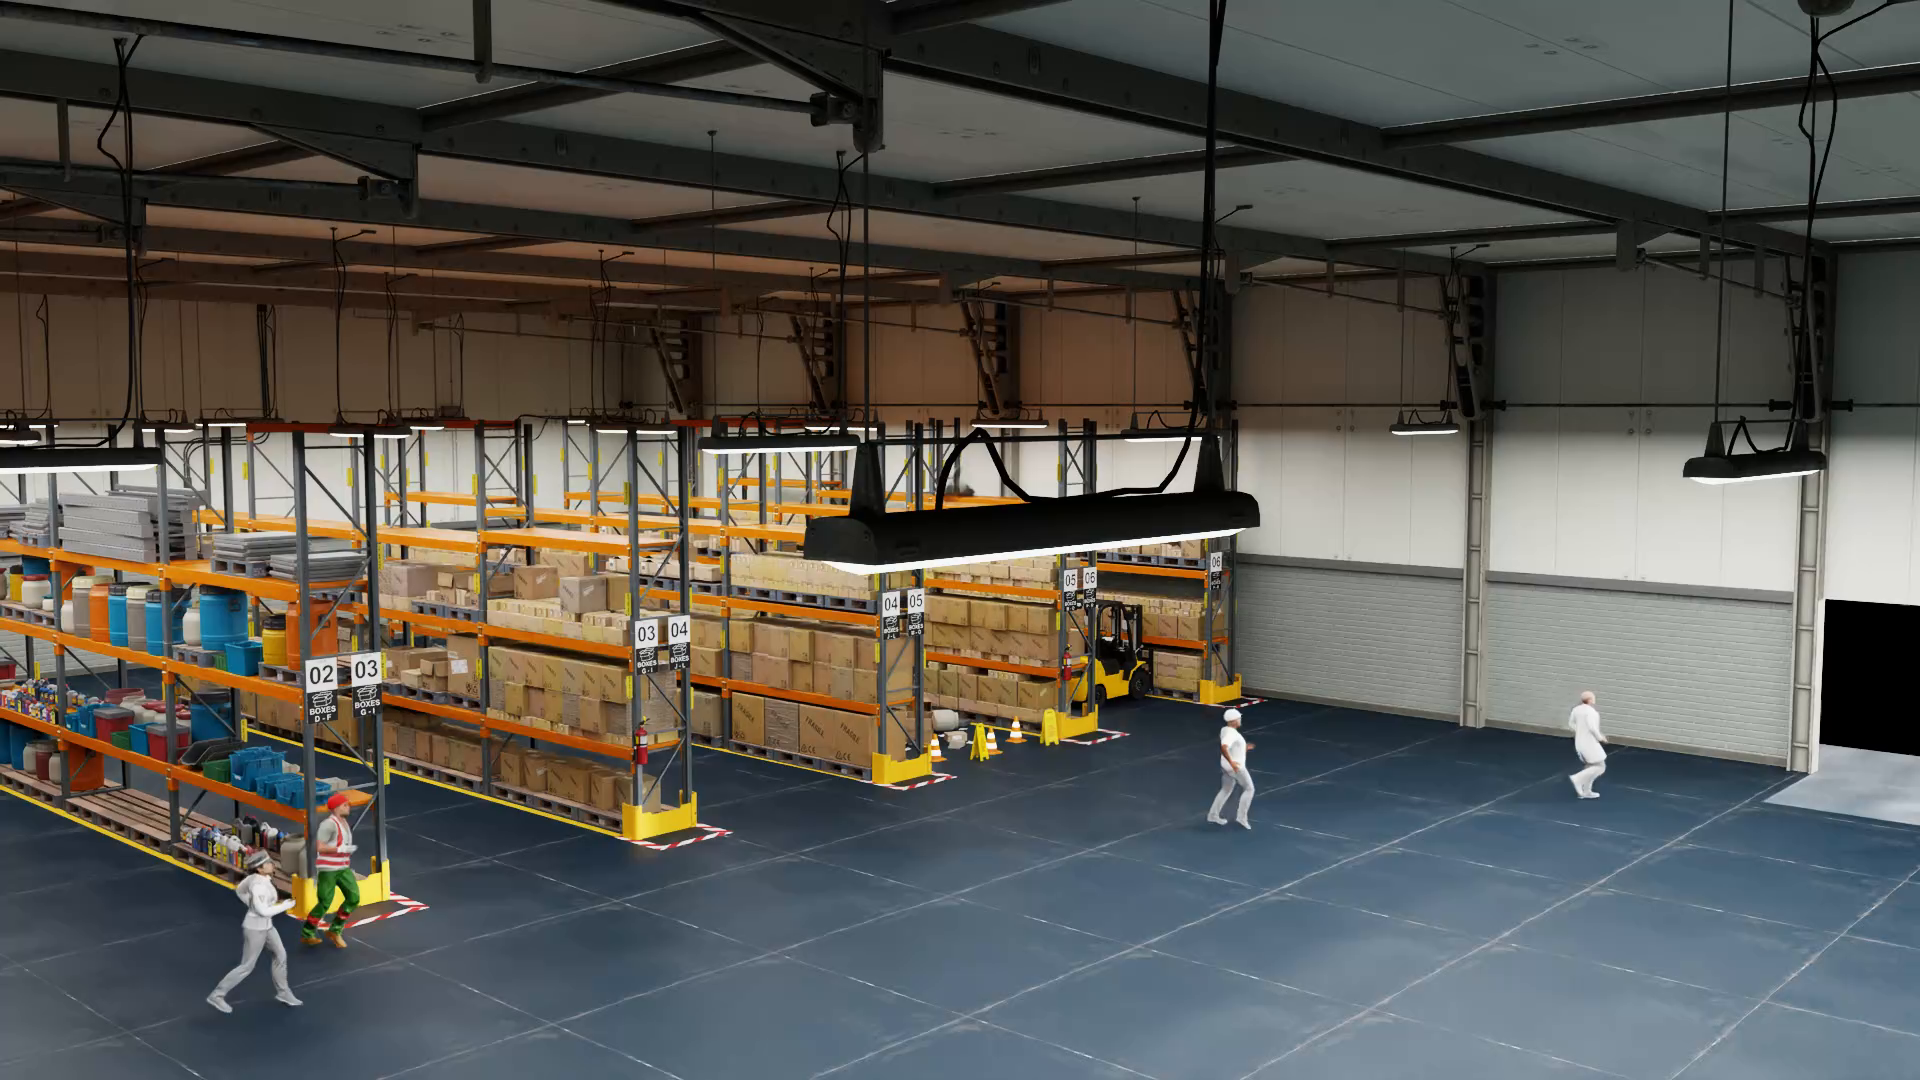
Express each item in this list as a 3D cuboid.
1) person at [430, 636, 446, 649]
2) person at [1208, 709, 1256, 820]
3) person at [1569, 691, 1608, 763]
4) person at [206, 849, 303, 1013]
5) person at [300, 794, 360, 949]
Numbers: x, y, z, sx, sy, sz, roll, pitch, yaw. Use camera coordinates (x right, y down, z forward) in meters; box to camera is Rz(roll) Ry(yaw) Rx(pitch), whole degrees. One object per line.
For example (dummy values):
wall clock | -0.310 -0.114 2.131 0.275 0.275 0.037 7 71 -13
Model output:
person | -12.782 2.372 40.479 0.505 1.305 0.607 0 5 2
person | 4.080 3.338 24.784 0.757 1.646 0.670 -1 5 -13
person | 10.119 2.990 26.652 0.471 1.142 0.690 -1 5 -13
person | -7.349 4.076 17.283 0.911 1.728 0.622 -2 5 -21
person | -7.311 3.870 19.465 0.691 1.779 0.573 1 5 15
